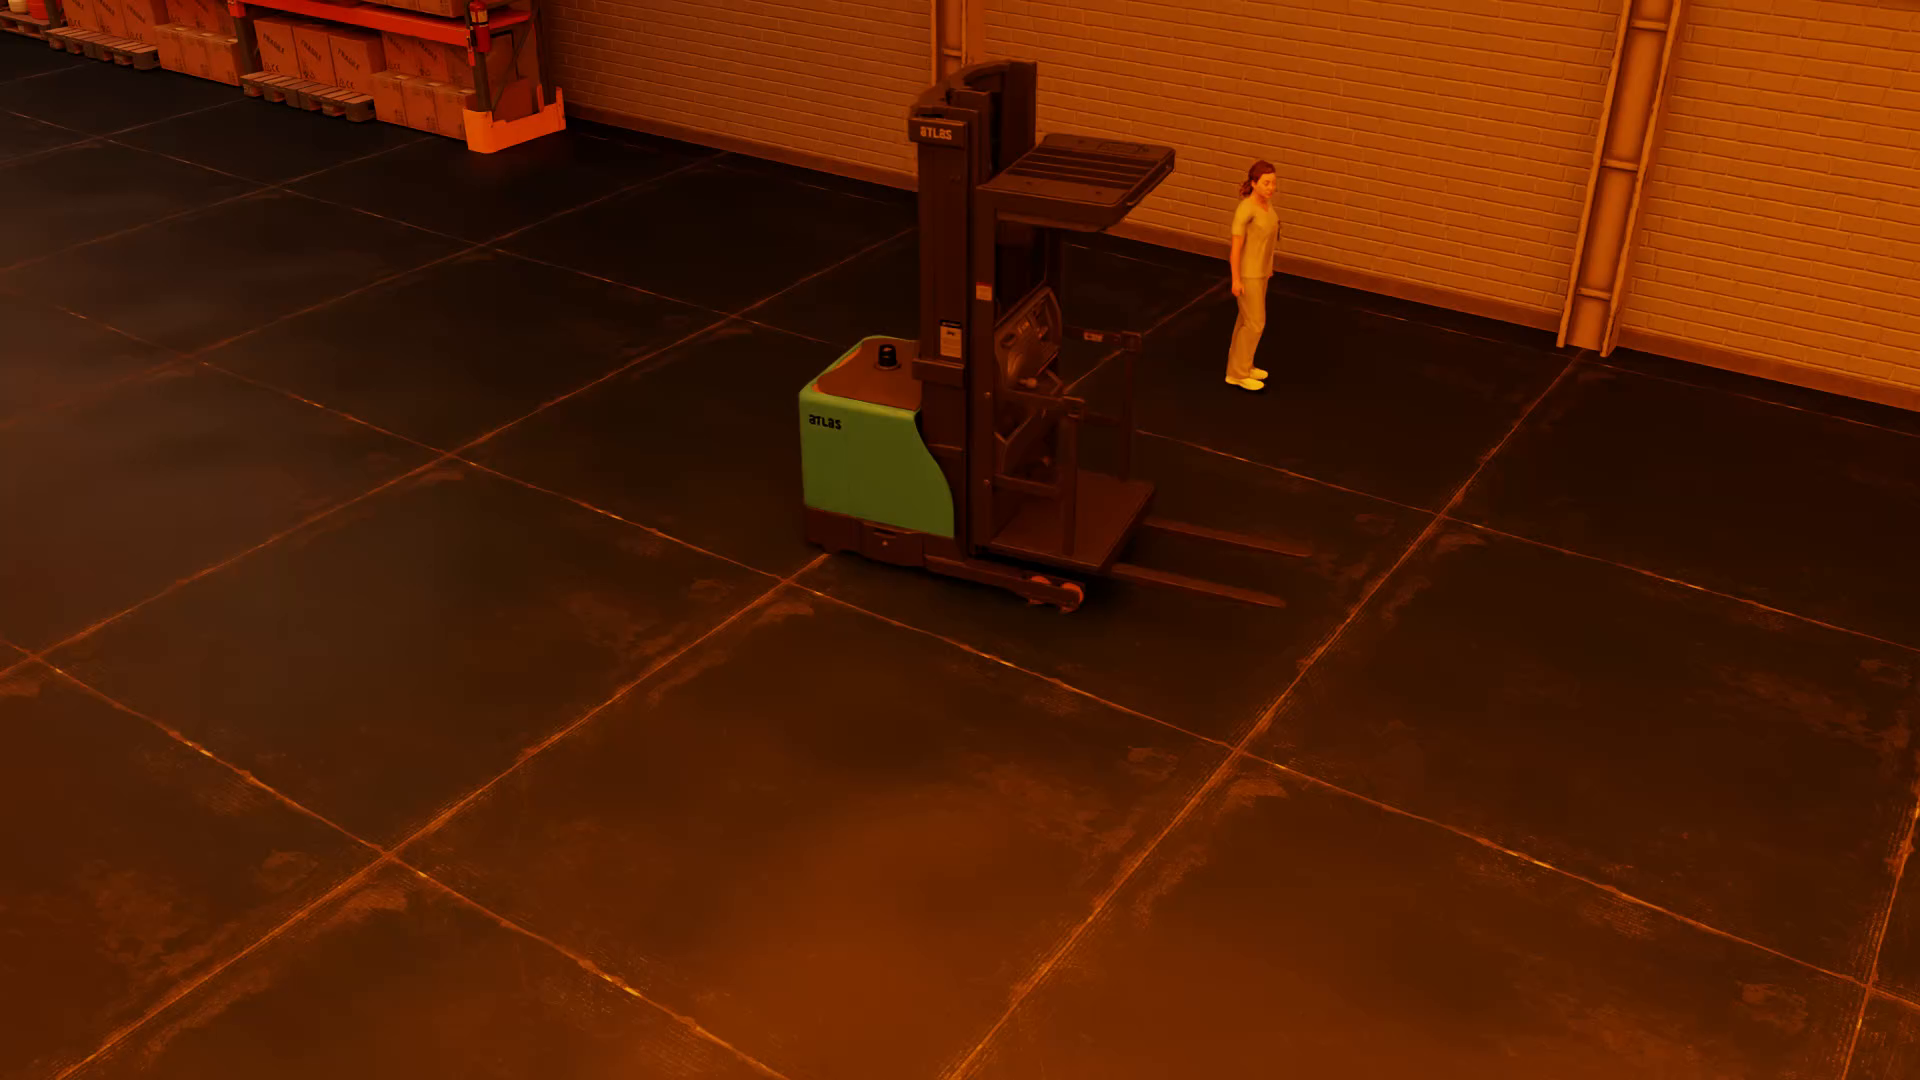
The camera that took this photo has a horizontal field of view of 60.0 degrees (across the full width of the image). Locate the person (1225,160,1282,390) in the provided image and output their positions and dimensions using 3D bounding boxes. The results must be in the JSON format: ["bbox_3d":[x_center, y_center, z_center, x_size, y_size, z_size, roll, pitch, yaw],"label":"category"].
[{"bbox_3d":[2.147,-1.921,12.115,0.407,1.680,0.543,18,34,28],"label":"person"}]

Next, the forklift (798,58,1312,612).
[{"bbox_3d":[0.580,-1.151,9.564,3.031,2.935,1.130,12,32,20],"label":"forklift"}]
